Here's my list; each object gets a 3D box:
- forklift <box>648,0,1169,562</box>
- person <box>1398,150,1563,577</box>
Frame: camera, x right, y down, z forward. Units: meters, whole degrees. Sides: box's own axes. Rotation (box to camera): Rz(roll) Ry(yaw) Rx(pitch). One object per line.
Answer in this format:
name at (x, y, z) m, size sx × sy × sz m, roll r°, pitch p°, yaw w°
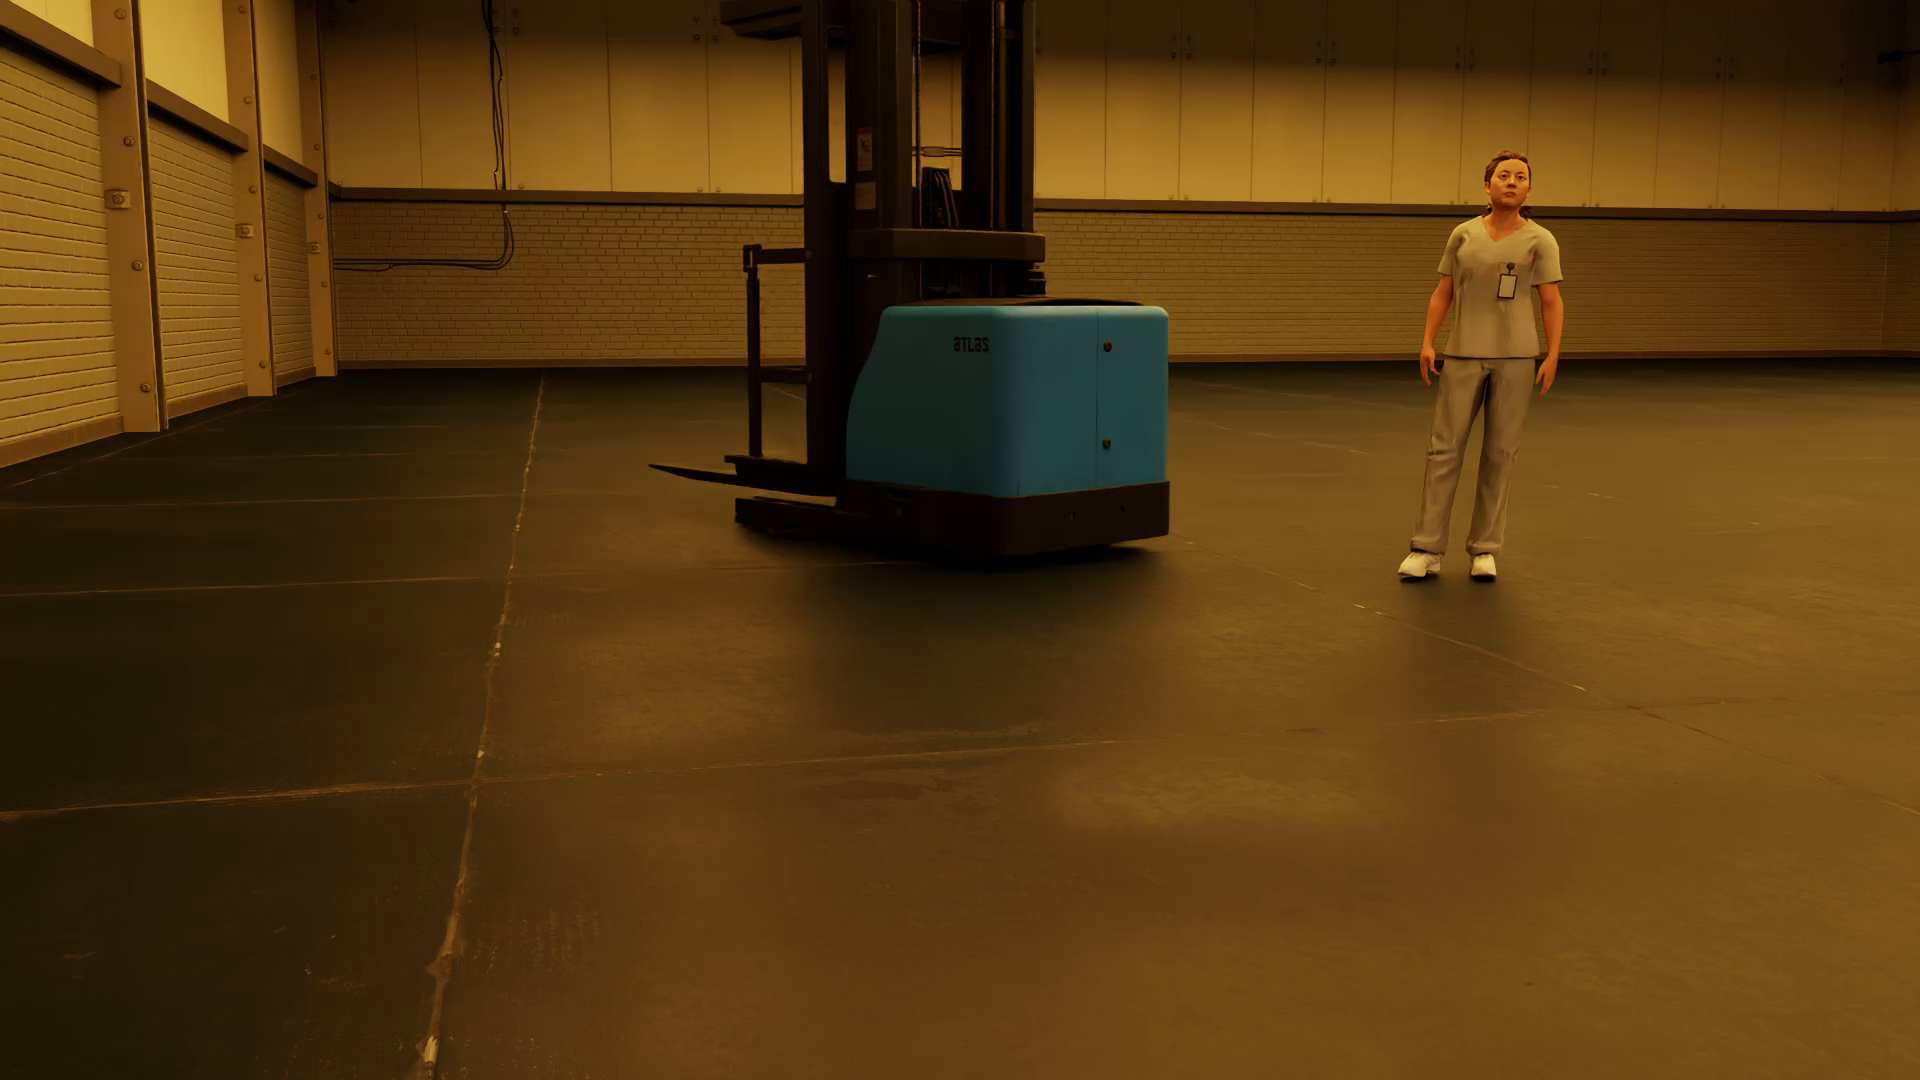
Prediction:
forklift at (-0.435, -1.515, 7.954) m, size 1.130 × 2.935 × 3.031 m, roll -7°, pitch 11°, yaw -42°
person at (2.075, -0.688, 6.566) m, size 0.548 × 1.662 × 0.549 m, roll 4°, pitch 9°, yaw 24°
